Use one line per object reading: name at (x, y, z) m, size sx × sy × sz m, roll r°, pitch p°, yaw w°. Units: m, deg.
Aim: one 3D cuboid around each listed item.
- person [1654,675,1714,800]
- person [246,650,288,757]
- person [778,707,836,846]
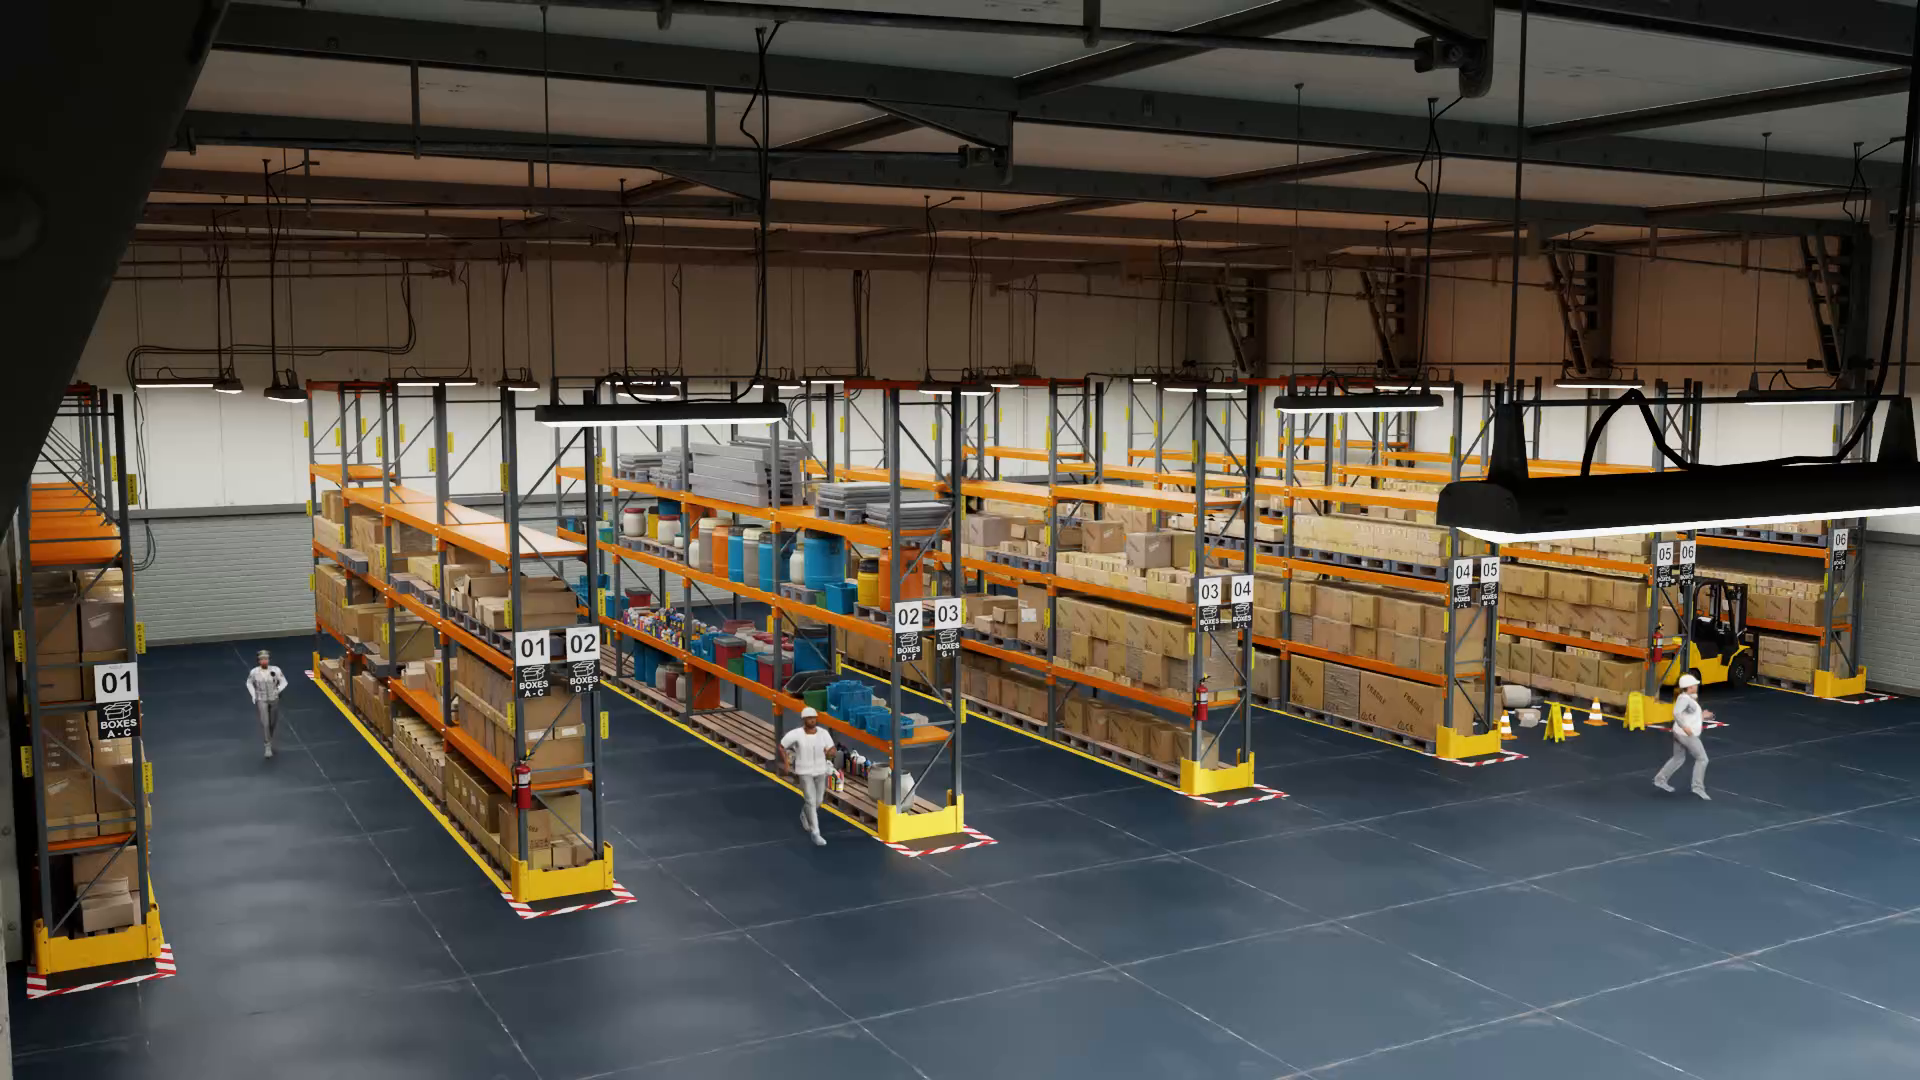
person at (10.593, 2.875, 24.284) m, size 0.797 × 1.837 × 0.642 m, roll 1°, pitch 6°, yaw 10°
person at (-11.220, 2.601, 26.958) m, size 0.610 × 1.694 × 0.860 m, roll -3°, pitch 7°, yaw -26°
person at (-1.965, 3.086, 22.015) m, size 0.711 × 1.739 × 0.951 m, roll -4°, pitch 7°, yaw -30°
